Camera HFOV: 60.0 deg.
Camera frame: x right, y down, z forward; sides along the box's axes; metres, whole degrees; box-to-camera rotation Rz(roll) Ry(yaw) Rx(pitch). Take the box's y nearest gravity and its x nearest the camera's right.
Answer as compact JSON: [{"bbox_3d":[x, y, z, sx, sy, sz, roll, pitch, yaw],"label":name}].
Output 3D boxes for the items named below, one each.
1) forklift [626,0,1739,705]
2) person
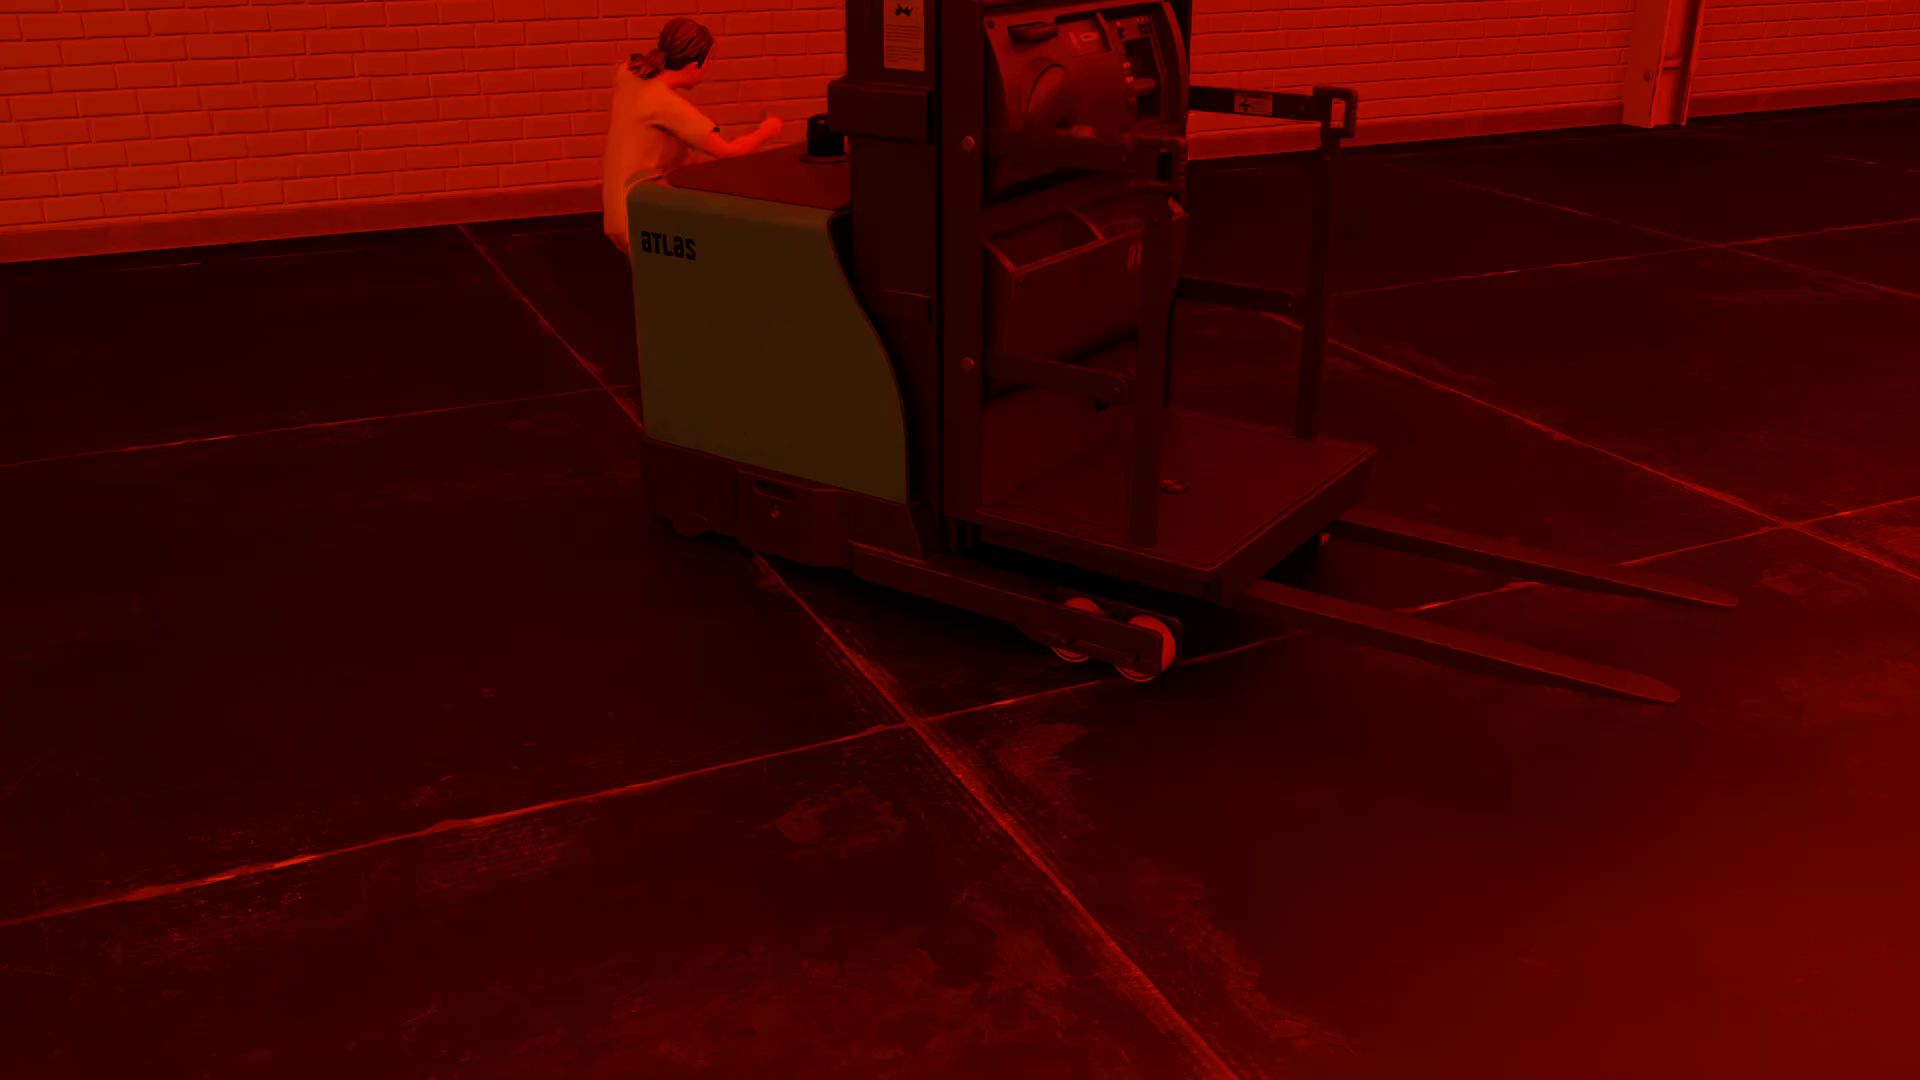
[{"bbox_3d":[0.518,-1.224,4.232,3.031,2.935,1.130,15,27,32],"label":"forklift"},{"bbox_3d":[-1.028,-1.287,6.399,0.707,1.396,1.429,-11,25,-25],"label":"person"}]
